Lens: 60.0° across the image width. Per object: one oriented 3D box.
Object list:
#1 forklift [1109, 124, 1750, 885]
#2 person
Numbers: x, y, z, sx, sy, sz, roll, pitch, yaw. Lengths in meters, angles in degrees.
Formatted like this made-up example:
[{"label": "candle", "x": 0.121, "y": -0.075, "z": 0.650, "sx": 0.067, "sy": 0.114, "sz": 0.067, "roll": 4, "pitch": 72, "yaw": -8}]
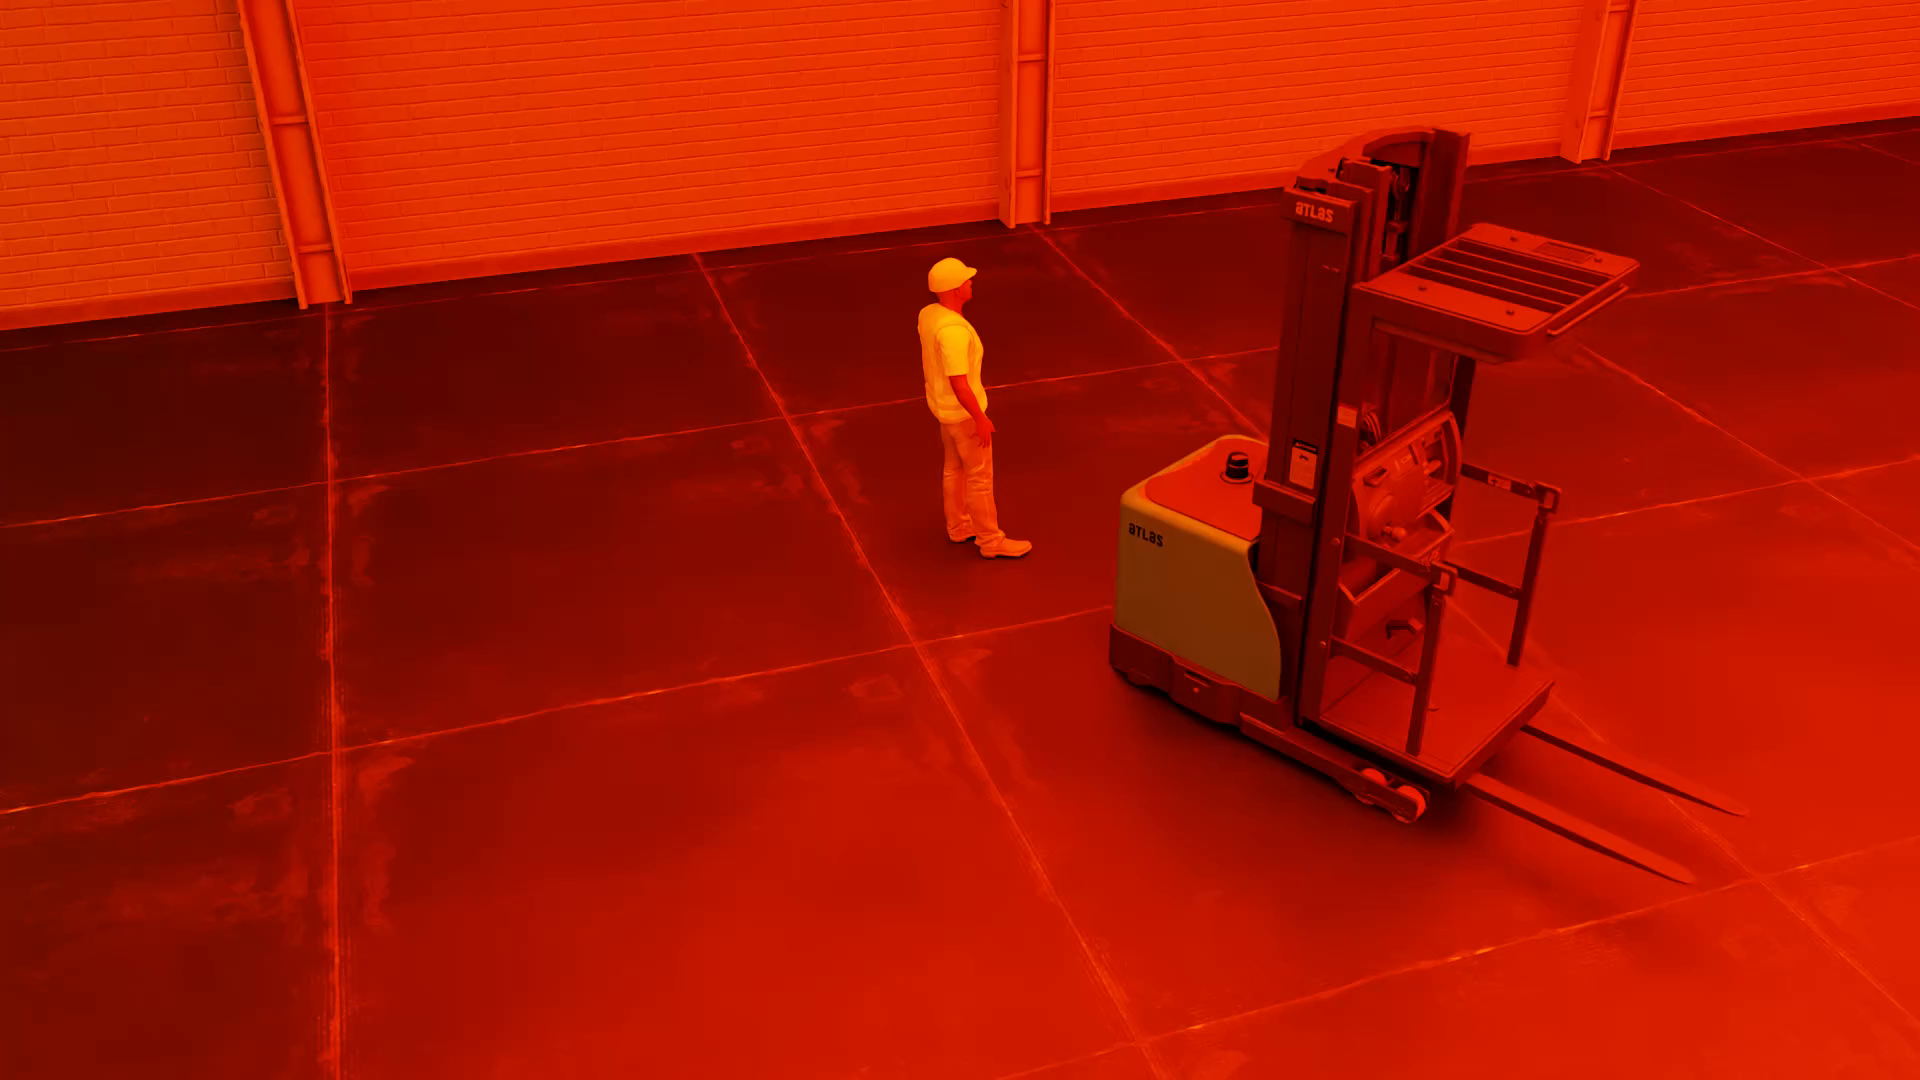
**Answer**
[{"label": "forklift", "x": 2.210, "y": -0.252, "z": 7.526, "sx": 3.031, "sy": 2.935, "sz": 1.130, "roll": 25, "pitch": 38, "yaw": 36}, {"label": "person", "x": 0.068, "y": -0.780, "z": 9.596, "sx": 0.577, "sy": 1.765, "sz": 0.665, "roll": -10, "pitch": 31, "yaw": -16}]
